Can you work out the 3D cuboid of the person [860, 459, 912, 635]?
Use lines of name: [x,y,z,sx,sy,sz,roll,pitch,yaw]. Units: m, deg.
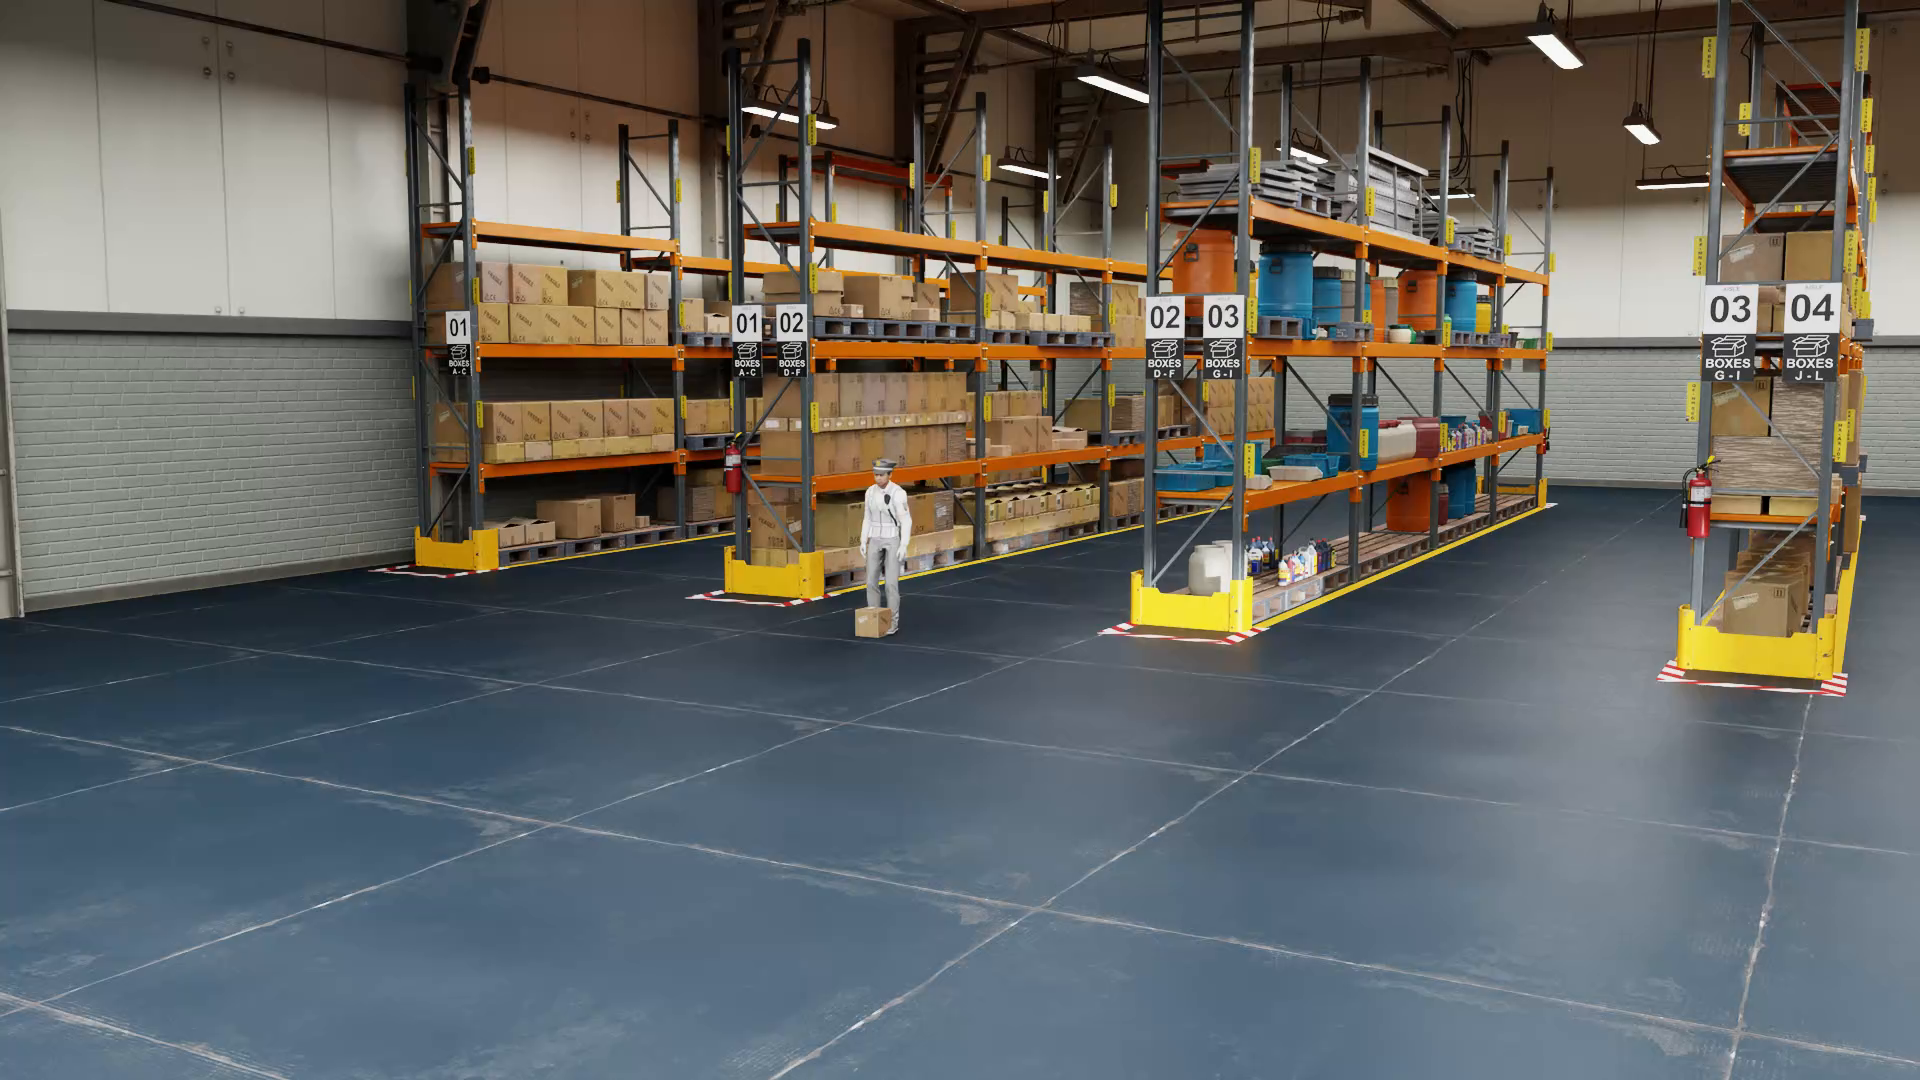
person: [-0.725,0.053,15.856,0.525,1.663,0.410,3,7,28]
